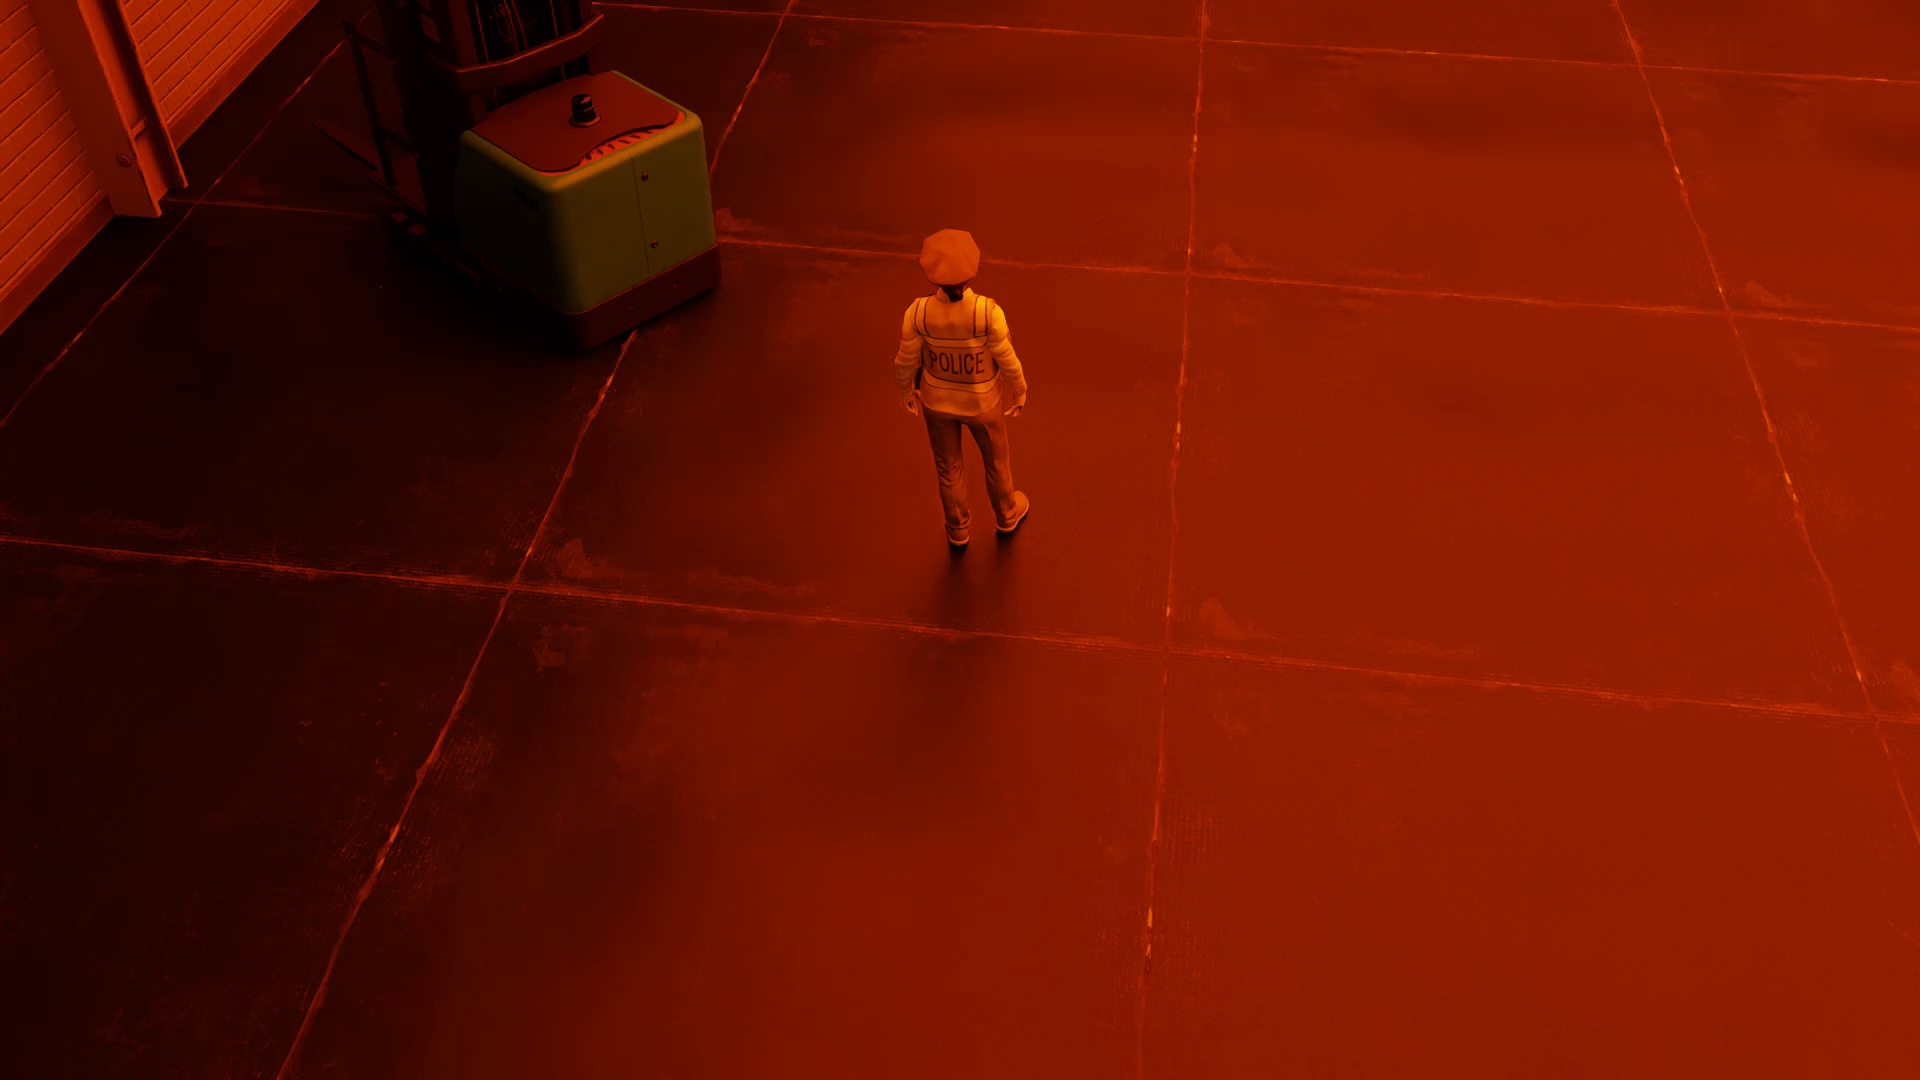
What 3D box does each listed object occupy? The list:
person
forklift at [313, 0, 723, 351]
[{"bbox_3d":[0.015,-0.674,7.361,0.587,1.696,0.534,5,43,6],"label":"person"},{"bbox_3d":[-2.742,-2.978,8.966,3.031,2.935,1.130,34,52,31],"label":"forklift"}]
